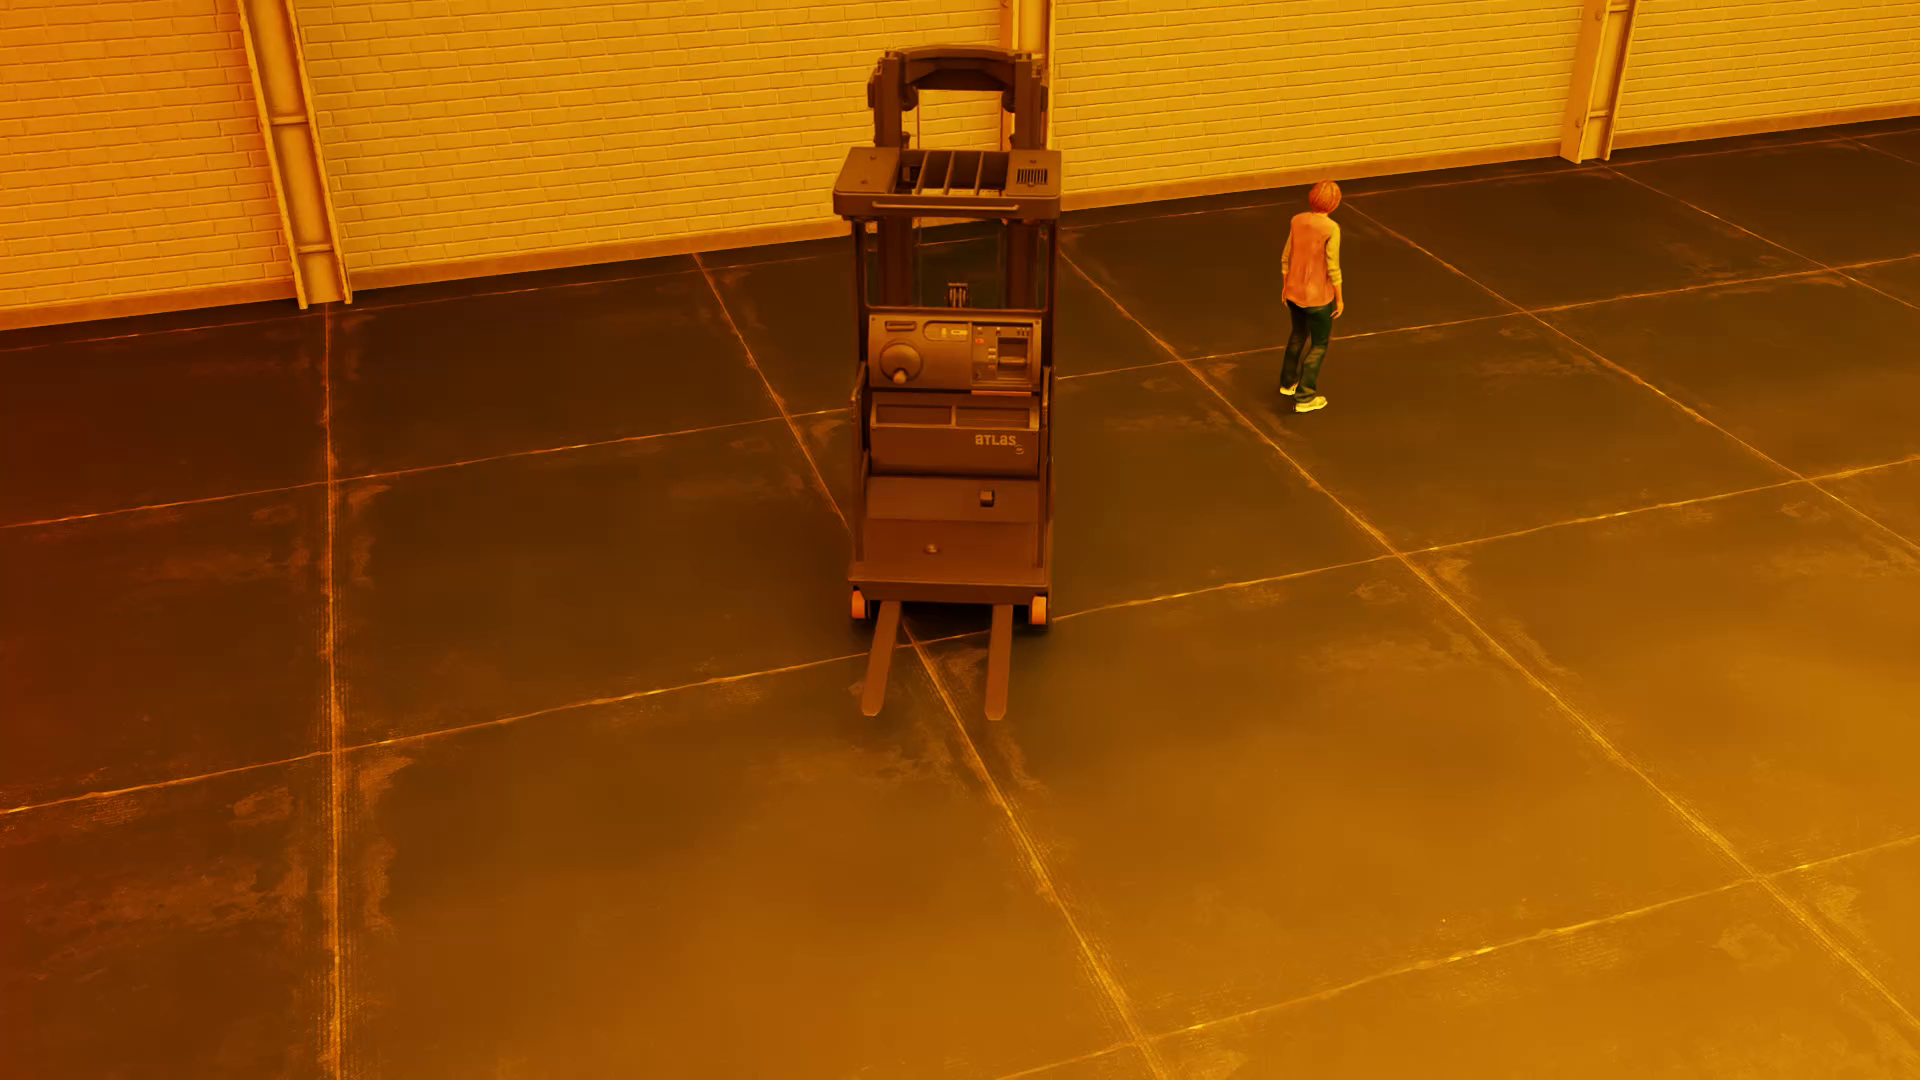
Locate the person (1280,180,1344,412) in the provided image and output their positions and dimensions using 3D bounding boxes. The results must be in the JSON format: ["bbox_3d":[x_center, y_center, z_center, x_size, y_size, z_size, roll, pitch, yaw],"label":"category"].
[{"bbox_3d":[2.415,-1.661,11.341,0.398,1.607,0.480,-21,36,-32],"label":"person"}]

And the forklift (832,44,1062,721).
[{"bbox_3d":[-0.039,-0.967,8.767,1.130,2.935,3.031,2,30,3],"label":"forklift"}]
